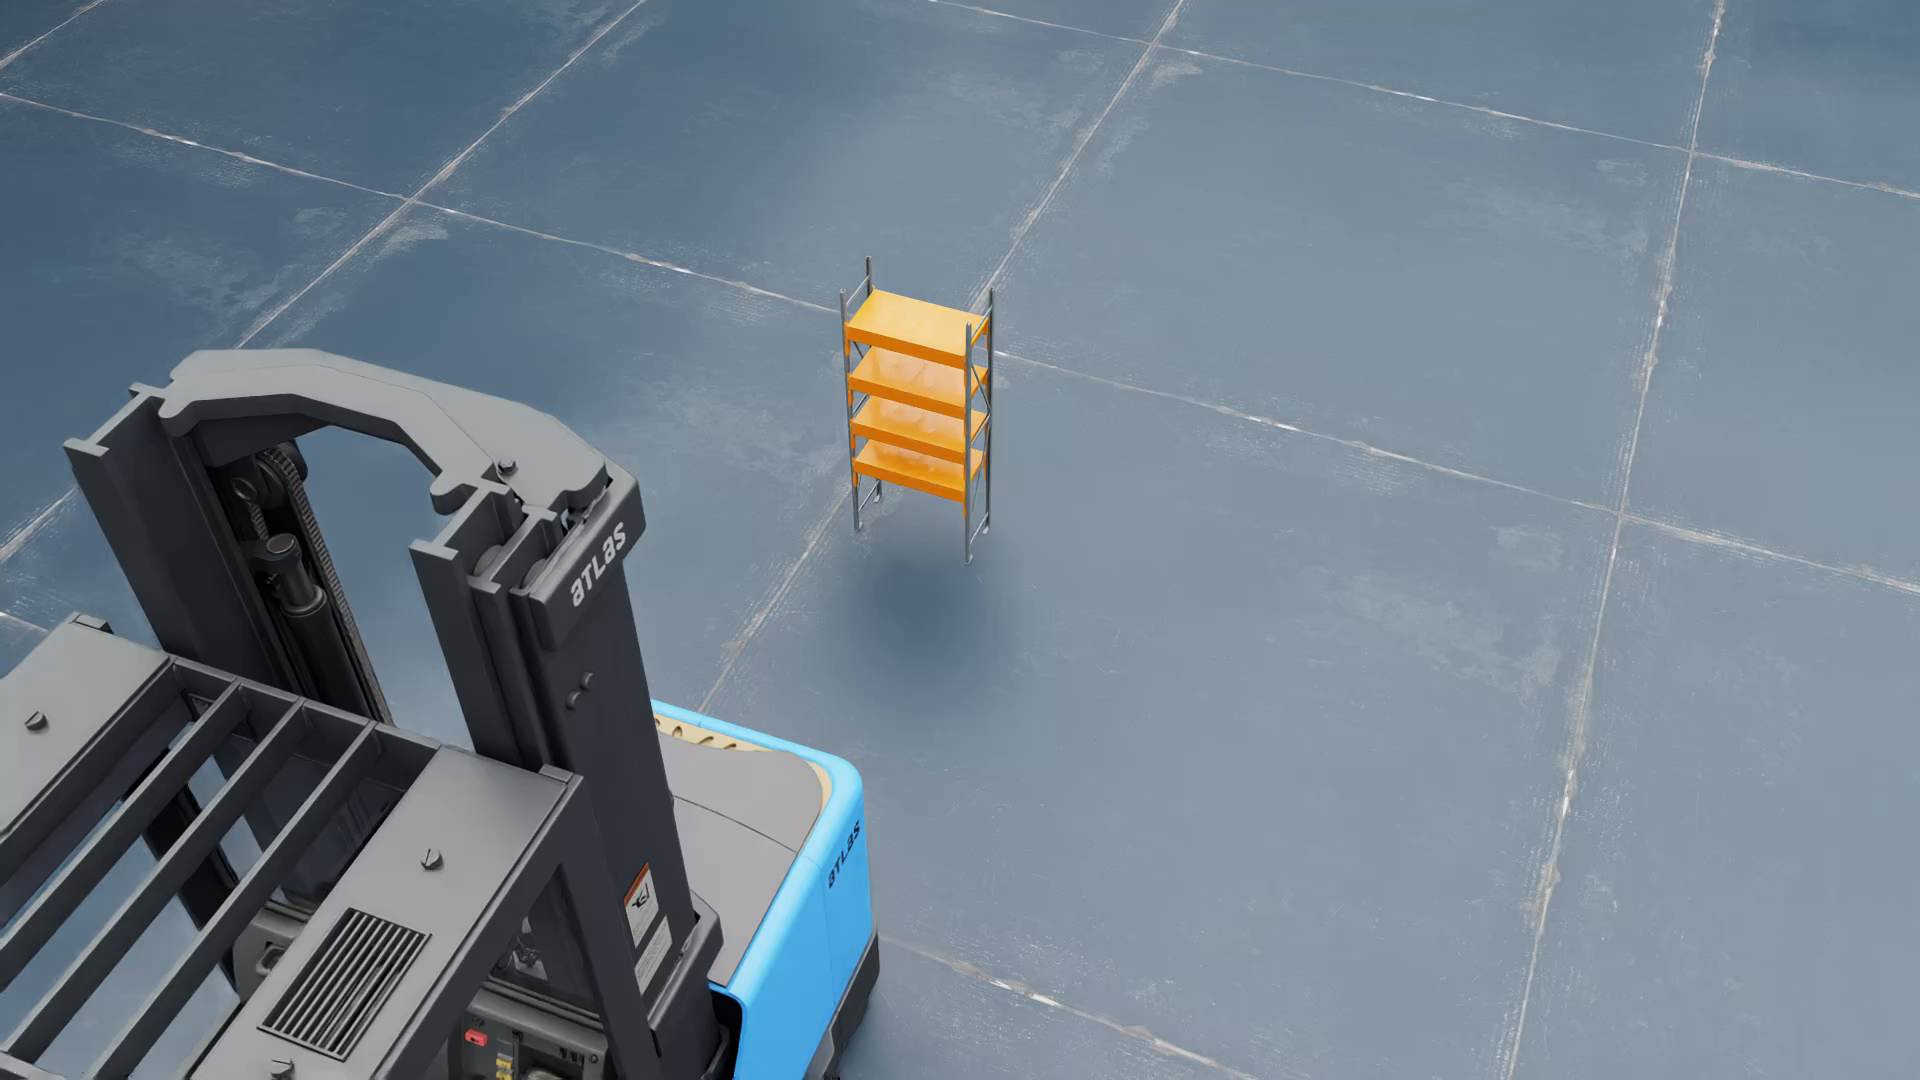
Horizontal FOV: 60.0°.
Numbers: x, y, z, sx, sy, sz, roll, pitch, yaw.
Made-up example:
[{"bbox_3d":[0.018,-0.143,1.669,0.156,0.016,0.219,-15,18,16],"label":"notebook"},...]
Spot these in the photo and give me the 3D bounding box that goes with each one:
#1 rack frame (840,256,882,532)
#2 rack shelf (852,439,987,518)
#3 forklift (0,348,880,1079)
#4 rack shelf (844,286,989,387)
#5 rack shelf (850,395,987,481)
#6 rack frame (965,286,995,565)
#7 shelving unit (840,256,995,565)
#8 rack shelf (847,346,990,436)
[{"bbox_3d":[-0.378,-0.537,6.439,0.015,1.200,0.240,16,47,16],"label":"rack frame"},{"bbox_3d":[-0.153,-0.282,6.559,0.480,0.148,0.258,16,47,16],"label":"rack shelf"},{"bbox_3d":[-1.252,1.195,3.471,1.130,2.935,3.031,15,47,15],"label":"forklift"},{"bbox_3d":[-0.153,-0.749,6.095,0.480,0.148,0.258,16,47,16],"label":"rack shelf"},{"bbox_3d":[-0.153,-0.423,6.419,0.480,0.148,0.258,16,47,16],"label":"rack shelf"},{"bbox_3d":[0.072,-0.404,6.305,0.015,1.200,0.240,16,47,16],"label":"rack frame"},{"bbox_3d":[-0.153,-0.470,6.372,0.503,1.200,0.258,16,47,16],"label":"shelving unit"},{"bbox_3d":[-0.153,-0.581,6.262,0.480,0.148,0.258,16,47,16],"label":"rack shelf"}]
